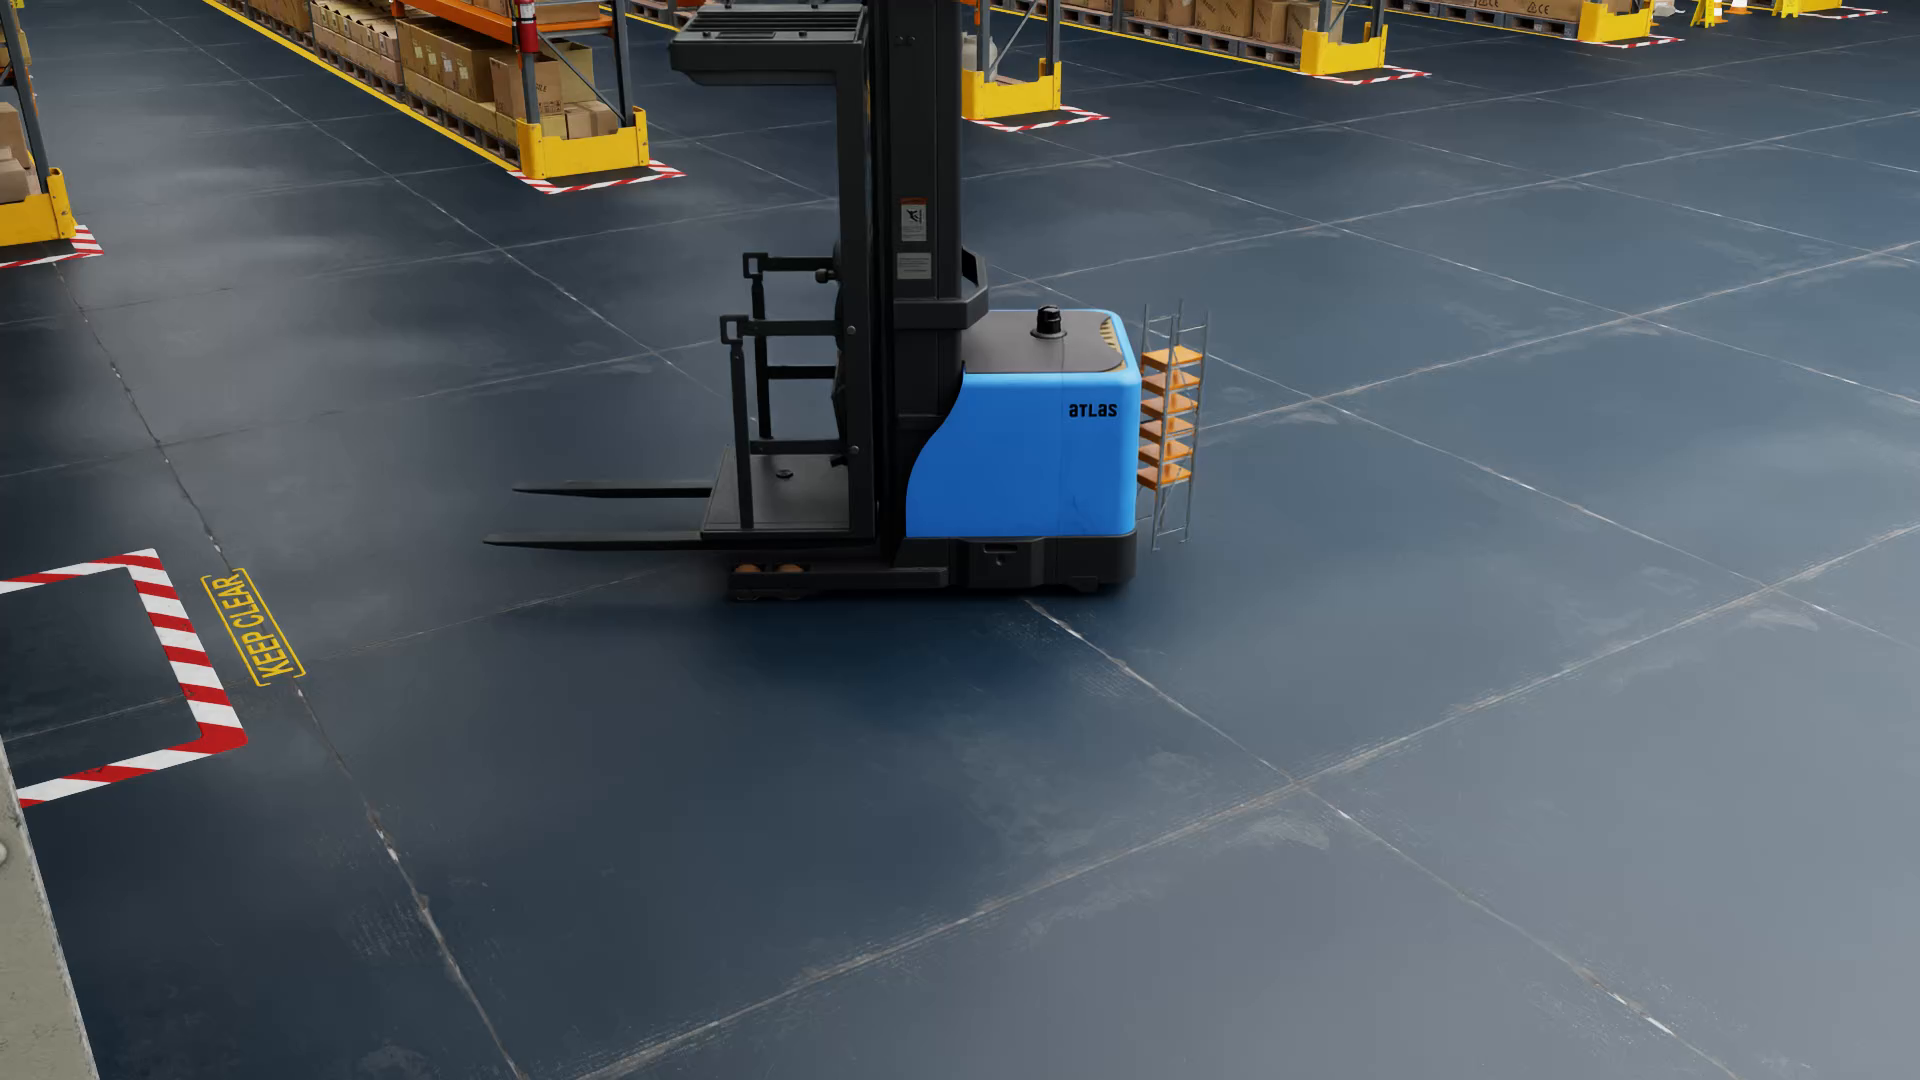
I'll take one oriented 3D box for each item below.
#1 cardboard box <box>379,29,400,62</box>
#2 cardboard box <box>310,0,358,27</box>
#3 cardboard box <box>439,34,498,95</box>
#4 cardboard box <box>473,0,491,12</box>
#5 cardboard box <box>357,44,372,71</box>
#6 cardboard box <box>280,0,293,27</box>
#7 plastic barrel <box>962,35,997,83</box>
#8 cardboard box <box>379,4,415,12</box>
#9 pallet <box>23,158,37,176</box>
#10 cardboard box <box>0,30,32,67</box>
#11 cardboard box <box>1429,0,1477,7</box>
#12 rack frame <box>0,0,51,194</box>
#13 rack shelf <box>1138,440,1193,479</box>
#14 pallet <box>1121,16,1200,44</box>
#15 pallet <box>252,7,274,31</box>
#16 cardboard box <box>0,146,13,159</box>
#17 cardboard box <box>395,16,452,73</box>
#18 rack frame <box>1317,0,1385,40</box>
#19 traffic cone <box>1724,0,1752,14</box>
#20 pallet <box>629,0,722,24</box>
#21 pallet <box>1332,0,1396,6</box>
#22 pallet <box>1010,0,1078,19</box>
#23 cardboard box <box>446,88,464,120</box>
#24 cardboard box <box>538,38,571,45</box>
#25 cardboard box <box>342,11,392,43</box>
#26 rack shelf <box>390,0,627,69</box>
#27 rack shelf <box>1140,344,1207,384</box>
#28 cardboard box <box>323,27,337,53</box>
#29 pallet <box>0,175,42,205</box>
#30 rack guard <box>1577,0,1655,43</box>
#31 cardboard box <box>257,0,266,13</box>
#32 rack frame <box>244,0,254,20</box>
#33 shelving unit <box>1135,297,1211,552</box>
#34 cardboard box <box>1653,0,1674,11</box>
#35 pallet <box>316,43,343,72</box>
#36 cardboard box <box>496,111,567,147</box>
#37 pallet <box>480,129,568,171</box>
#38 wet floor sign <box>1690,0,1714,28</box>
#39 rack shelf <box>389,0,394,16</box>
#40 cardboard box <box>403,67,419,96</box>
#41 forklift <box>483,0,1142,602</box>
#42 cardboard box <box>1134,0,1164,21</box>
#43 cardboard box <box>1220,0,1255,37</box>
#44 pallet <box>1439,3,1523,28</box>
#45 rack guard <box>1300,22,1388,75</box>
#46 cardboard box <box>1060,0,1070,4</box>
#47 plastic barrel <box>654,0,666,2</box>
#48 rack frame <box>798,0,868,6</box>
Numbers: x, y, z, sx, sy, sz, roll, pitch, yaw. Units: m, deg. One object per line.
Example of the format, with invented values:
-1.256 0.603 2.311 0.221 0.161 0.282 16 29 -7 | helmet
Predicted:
-6.172 -5.569 18.605 0.500 0.311 0.500 -16 29 -30 | cardboard box
-7.854 -6.666 20.929 0.500 0.311 0.500 -14 29 -28 | cardboard box
-4.899 -4.802 16.758 0.500 0.500 0.500 -16 29 -30 | cardboard box
-4.328 -5.441 16.145 0.700 0.500 0.500 -15 29 -29 | cardboard box
-6.734 -5.682 19.502 0.500 0.250 0.500 -15 29 -28 | cardboard box
-8.884 -7.255 22.518 0.500 0.500 0.500 -17 30 -31 | cardboard box
0.202 -5.296 18.376 0.421 0.512 0.421 0 25 0 | plastic barrel
-6.839 -6.426 20.421 0.500 0.311 0.500 -16 30 -30 | cardboard box
-8.793 -3.205 14.793 1.003 0.211 1.213 -16 29 -30 | pallet
-7.676 -3.894 13.137 0.500 0.250 0.500 -17 30 -31 | cardboard box
7.582 -8.384 24.493 0.875 0.875 0.875 -15 29 -29 | cardboard box
-7.675 -3.704 12.583 1.000 3.000 0.127 -16 29 -30 | rack frame
0.991 -0.398 8.061 0.258 0.103 0.180 -16 30 -33 | rack shelf
2.988 -7.105 23.054 1.003 0.211 1.213 -16 29 -30 | pallet
-9.602 -7.609 24.121 1.003 0.211 1.213 -16 29 -30 | pallet
-8.289 -3.160 14.064 0.500 0.311 0.500 -13 28 -25 | cardboard box
-5.720 -5.338 17.894 0.500 0.500 0.500 -16 29 -30 | cardboard box
4.775 -7.167 19.919 1.000 3.000 0.127 -16 29 -30 | rack frame
11.763 -8.183 25.042 0.336 0.463 0.334 -16 29 -30 | traffic cone
-4.207 -7.886 24.707 1.003 0.211 1.213 -16 29 -30 | pallet
6.318 -8.715 26.464 1.003 0.211 1.213 -16 29 -30 | pallet
1.495 -8.052 25.059 1.003 0.211 1.213 -16 29 -30 | pallet
-4.896 -4.463 16.920 0.500 0.250 0.500 -16 29 -30 | cardboard box
-4.192 -4.744 16.635 0.500 0.500 0.500 -16 29 -30 | cardboard box
-7.003 -6.113 19.758 0.500 0.311 0.500 -16 30 -30 | cardboard box
-4.619 -5.250 16.700 1.077 0.370 4.000 -16 29 -30 | rack shelf
1.006 -0.832 7.857 0.258 0.103 0.180 -16 30 -33 | rack shelf
-7.579 -6.233 20.668 0.500 0.250 0.500 -16 30 -31 | cardboard box
-8.131 -2.769 13.869 1.003 0.211 1.213 -16 29 -30 | pallet
8.999 -7.148 22.806 1.175 0.500 0.348 -16 29 -30 | rack guard
-9.717 -7.803 23.678 0.500 0.500 0.500 -15 29 -29 | cardboard box
-10.078 -9.152 24.124 1.000 3.000 0.127 -16 29 -30 | rack frame
0.996 -0.547 7.991 0.258 1.200 0.189 -16 30 -33 | shelving unit
10.671 -8.185 25.415 0.380 0.149 0.250 -1 25 -3 | cardboard box
-7.477 -6.157 21.045 1.003 0.211 1.213 -16 29 -30 | pallet
-4.067 -3.930 15.789 0.500 0.250 0.500 -16 29 -30 | cardboard box
-3.979 -3.863 16.186 1.003 0.211 1.213 -16 29 -30 | pallet
10.661 -7.674 23.749 0.267 0.644 0.232 -22 33 -38 | wet floor sign
-6.802 -6.681 19.731 1.077 0.370 4.000 -16 29 -30 | rack shelf
-5.711 -5.001 18.059 0.500 0.250 0.500 -16 29 -30 | cardboard box
-0.708 -1.271 7.509 3.031 2.935 1.130 0 25 -1 | forklift
2.776 -7.505 23.071 0.500 0.500 0.500 -17 30 -31 | cardboard box
3.767 -6.888 21.764 0.500 0.500 0.500 -13 28 -25 | cardboard box
7.822 -7.730 24.377 1.003 0.211 1.213 -16 29 -30 | pallet
4.734 -6.064 20.510 1.175 0.500 0.348 -16 29 -30 | rack guard
1.724 -8.266 24.660 0.700 0.500 0.500 -18 31 -34 | cardboard box
-4.406 -8.292 24.723 0.421 0.512 0.421 0 25 0 | plastic barrel
-1.558 -7.444 20.505 1.000 3.000 0.127 -16 29 -30 | rack frame
